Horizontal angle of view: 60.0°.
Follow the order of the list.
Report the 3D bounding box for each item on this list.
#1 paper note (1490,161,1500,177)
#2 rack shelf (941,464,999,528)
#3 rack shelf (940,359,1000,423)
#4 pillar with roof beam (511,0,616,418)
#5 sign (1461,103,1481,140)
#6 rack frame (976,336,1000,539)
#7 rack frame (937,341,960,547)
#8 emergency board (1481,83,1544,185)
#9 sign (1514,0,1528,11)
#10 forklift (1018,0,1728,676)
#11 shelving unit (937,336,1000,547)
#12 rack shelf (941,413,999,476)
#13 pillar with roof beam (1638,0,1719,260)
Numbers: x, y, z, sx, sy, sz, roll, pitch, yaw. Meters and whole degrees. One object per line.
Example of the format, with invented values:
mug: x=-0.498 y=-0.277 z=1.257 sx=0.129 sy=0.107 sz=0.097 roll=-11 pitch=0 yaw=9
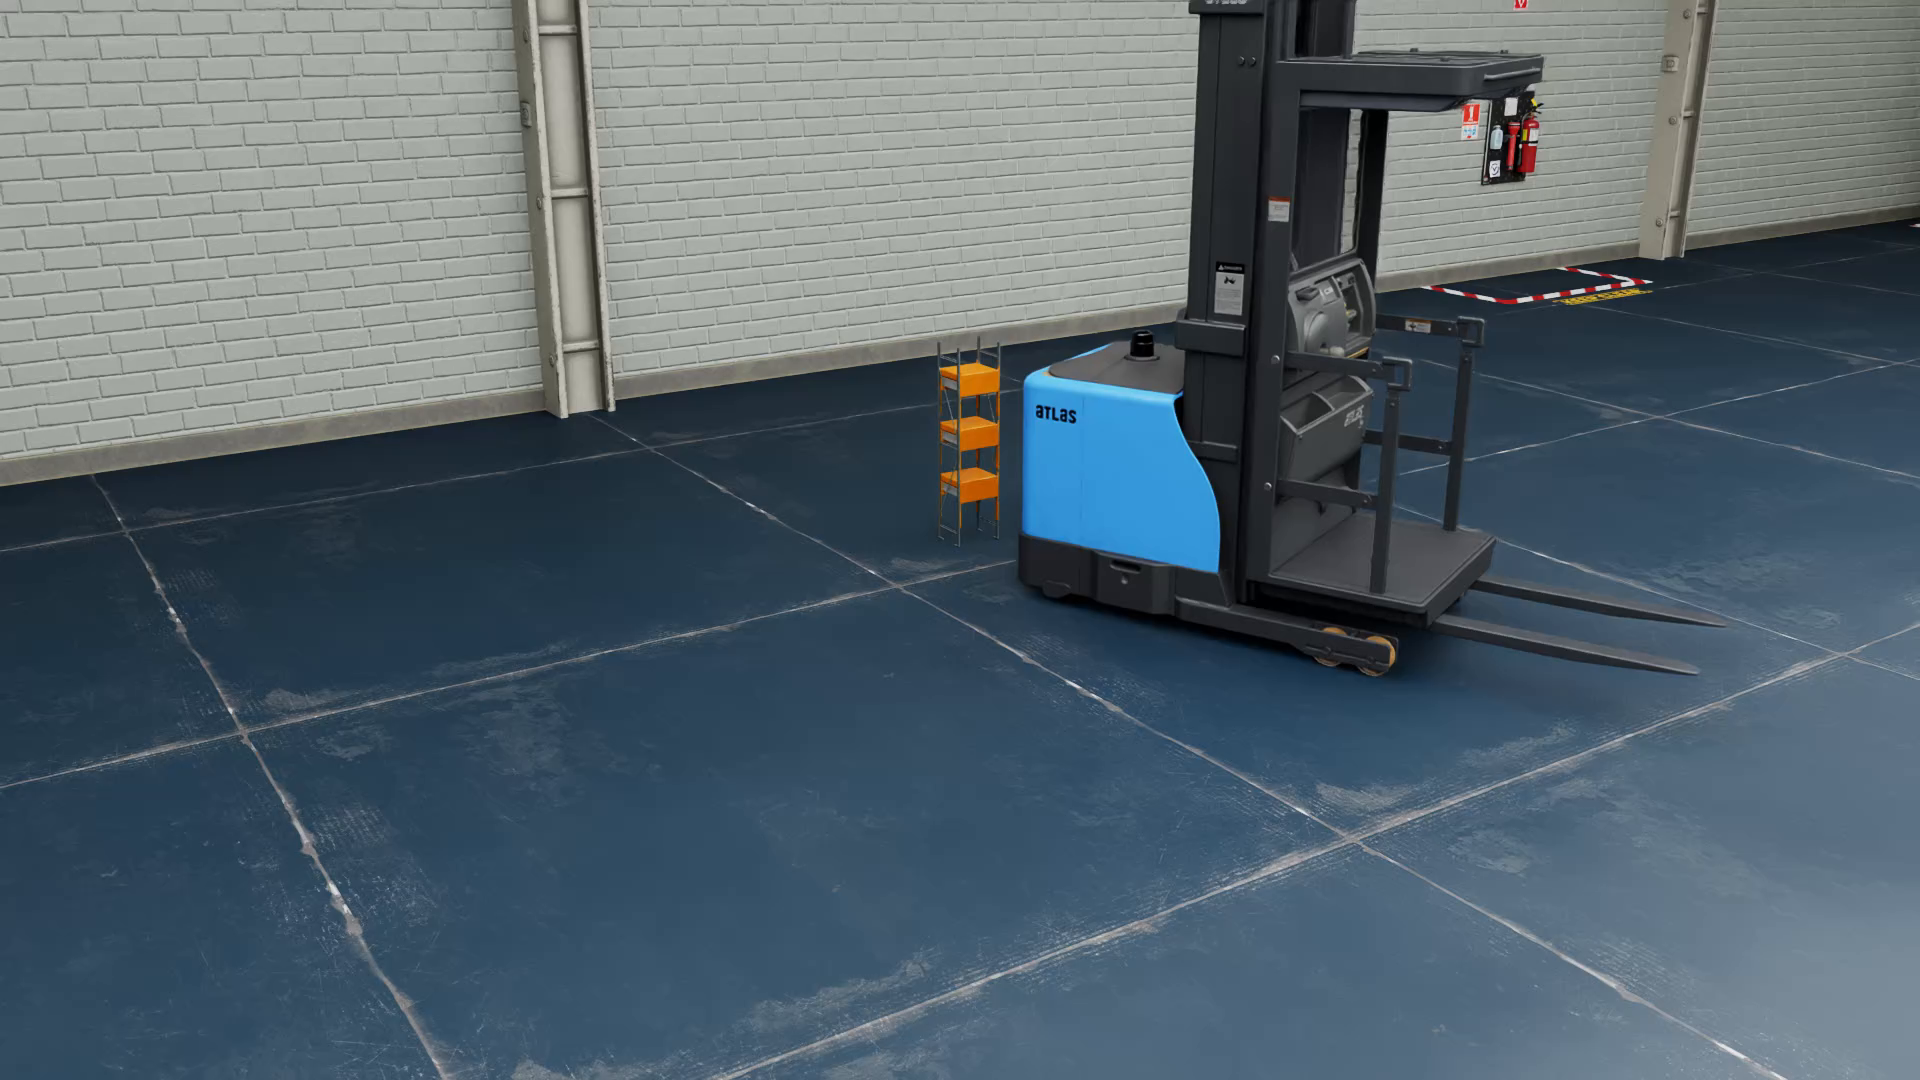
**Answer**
paper note: x=5.151 y=-3.572 z=16.002 sx=0.142 sy=0.148 sz=0.016 roll=-12 pitch=22 yaw=-31
rack shelf: x=0.045 y=-0.233 z=8.697 sx=0.240 sy=0.259 sz=0.215 roll=-12 pitch=22 yaw=-31
rack shelf: x=0.045 y=-0.766 z=8.517 sx=0.240 sy=0.259 sz=0.215 roll=-12 pitch=22 yaw=-31
pillar with roof beam: x=-0.233 y=-4.004 z=6.537 sx=0.400 sy=9.000 sz=9.100 roll=-12 pitch=22 yaw=-31
sign: x=4.818 y=-3.949 z=15.687 sx=0.234 sy=0.329 sz=0.001 roll=-12 pitch=22 yaw=-31
rack frame: x=0.147 y=-0.528 z=8.668 sx=0.008 sy=1.050 sz=0.200 roll=-12 pitch=22 yaw=-31
rack frame: x=-0.057 y=-0.485 z=8.541 sx=0.008 sy=1.050 sz=0.200 roll=-12 pitch=22 yaw=-31
emergency board: x=5.337 y=-4.002 z=15.899 sx=0.643 sy=1.169 sz=0.194 roll=-12 pitch=22 yaw=-31
sign: x=5.275 y=-5.125 z=15.602 sx=0.199 sy=0.298 sz=0.001 roll=-12 pitch=22 yaw=-31
forklift: x=1.794 y=-1.006 z=7.143 sx=3.031 sy=2.935 sz=1.130 roll=12 pitch=22 yaw=31
shelving unit: x=0.045 y=-0.507 z=8.605 sx=0.252 sy=1.050 sz=0.215 roll=-12 pitch=22 yaw=-31
rack shelf: x=0.045 y=-0.497 z=8.608 sx=0.240 sy=0.259 sz=0.215 roll=-12 pitch=22 yaw=-31
pillar with roof beam: x=9.789 y=-6.118 z=12.789 sx=0.400 sy=9.000 sz=9.100 roll=-12 pitch=22 yaw=-31
